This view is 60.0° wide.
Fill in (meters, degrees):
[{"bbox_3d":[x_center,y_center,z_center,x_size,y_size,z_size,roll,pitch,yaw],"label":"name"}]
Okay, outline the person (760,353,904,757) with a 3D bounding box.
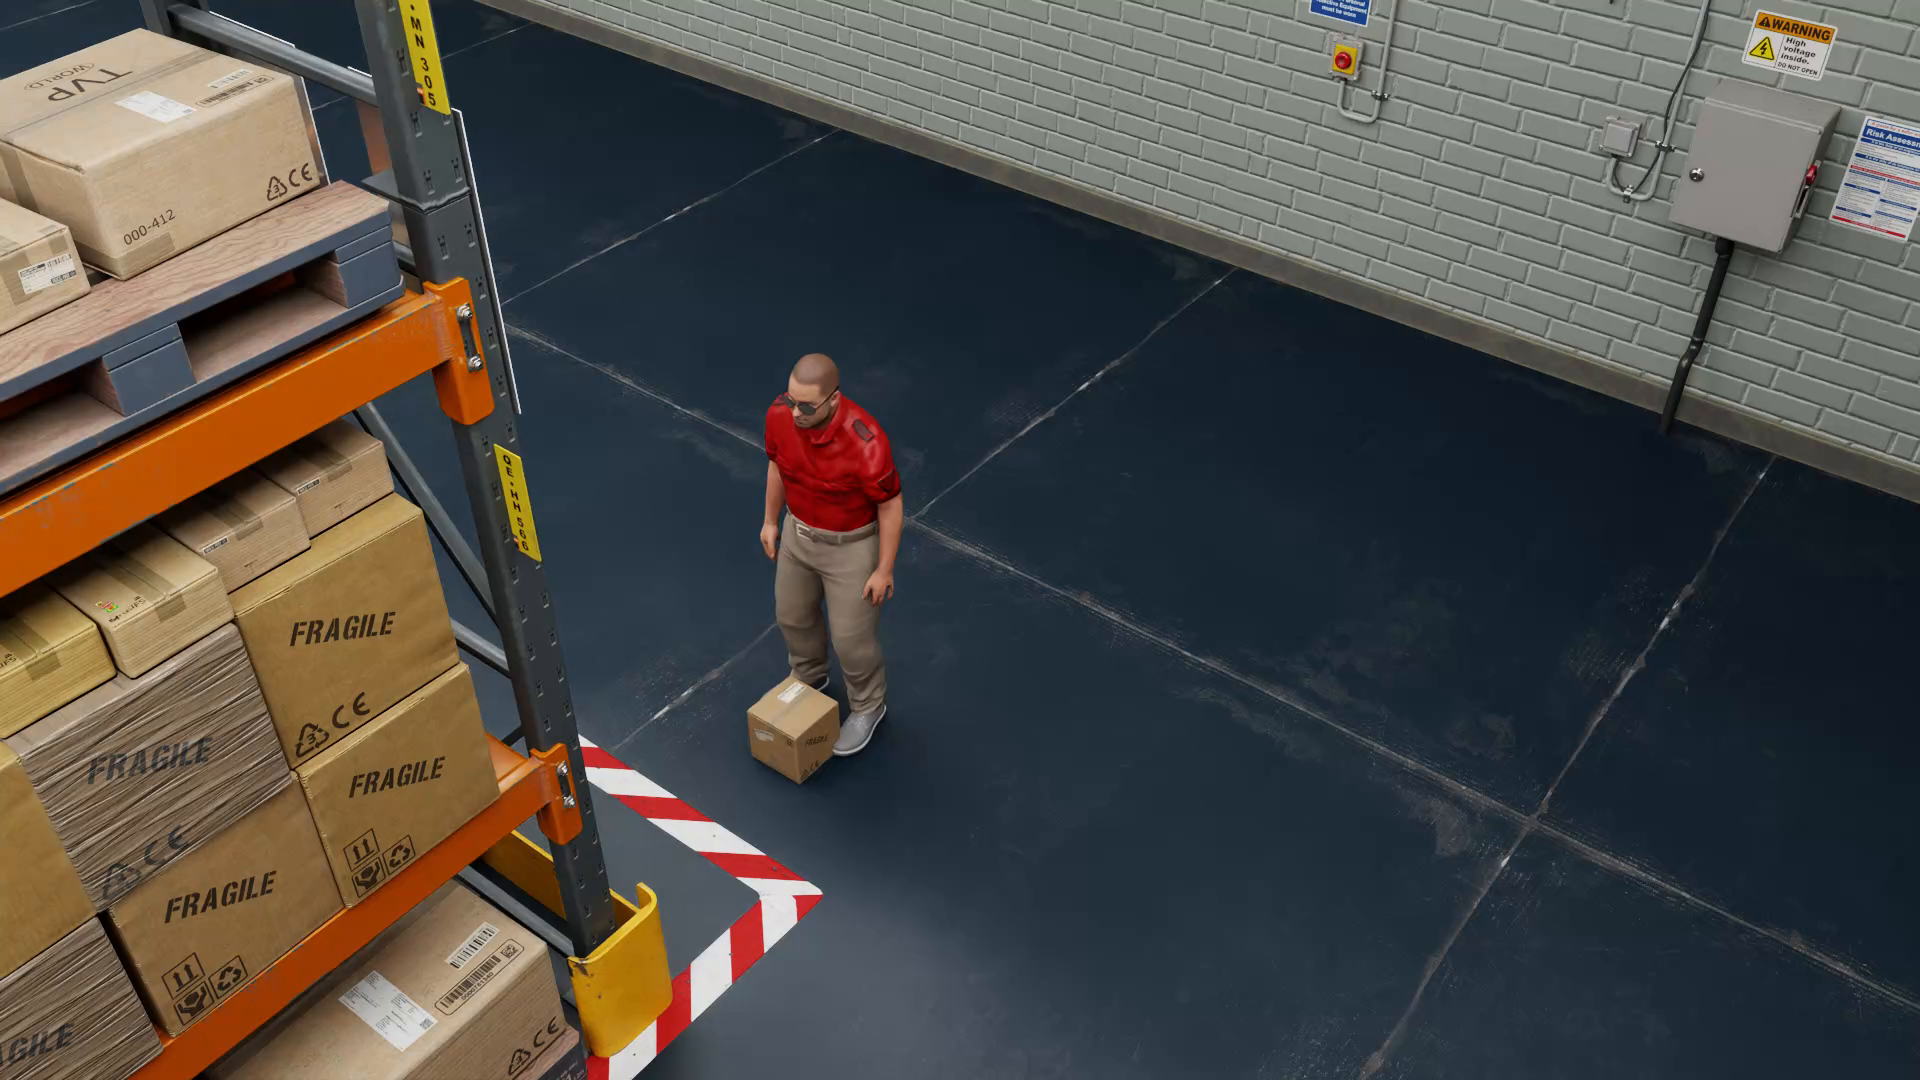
[{"bbox_3d":[-0.486,0.027,6.131,0.599,1.726,0.393,23,44,26],"label":"person"}]
